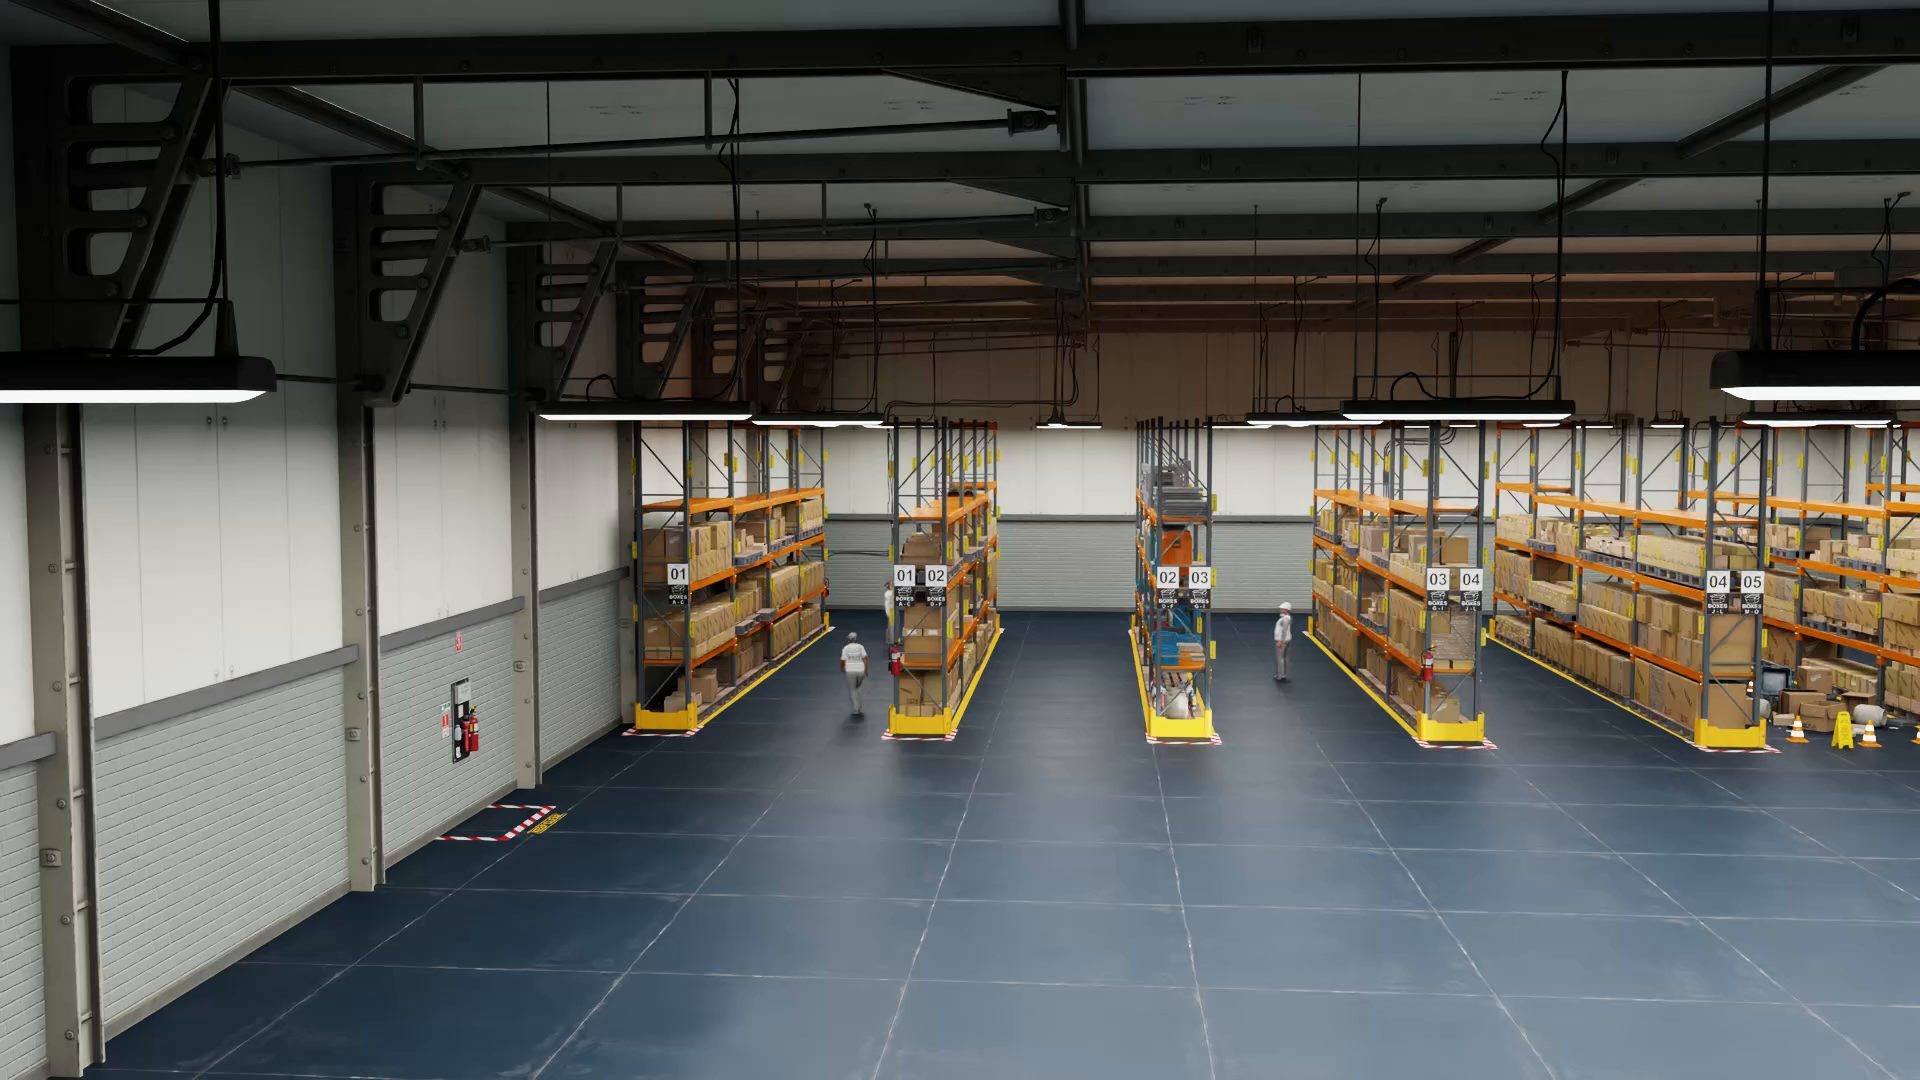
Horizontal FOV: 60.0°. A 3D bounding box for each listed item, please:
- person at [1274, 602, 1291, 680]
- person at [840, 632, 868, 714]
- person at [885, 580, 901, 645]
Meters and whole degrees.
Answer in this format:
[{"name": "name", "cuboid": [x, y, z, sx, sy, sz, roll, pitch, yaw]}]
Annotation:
[{"name": "person", "cuboid": [7.458, 2.326, 38.504, 0.458, 1.777, 0.531, 2, 4, 29]}, {"name": "person", "cuboid": [-2.176, 2.743, 33.845, 0.545, 1.729, 0.667, -2, 4, -30]}, {"name": "person", "cuboid": [-1.739, 1.901, 43.613, 0.531, 1.694, 0.487, 1, 4, 15]}]
